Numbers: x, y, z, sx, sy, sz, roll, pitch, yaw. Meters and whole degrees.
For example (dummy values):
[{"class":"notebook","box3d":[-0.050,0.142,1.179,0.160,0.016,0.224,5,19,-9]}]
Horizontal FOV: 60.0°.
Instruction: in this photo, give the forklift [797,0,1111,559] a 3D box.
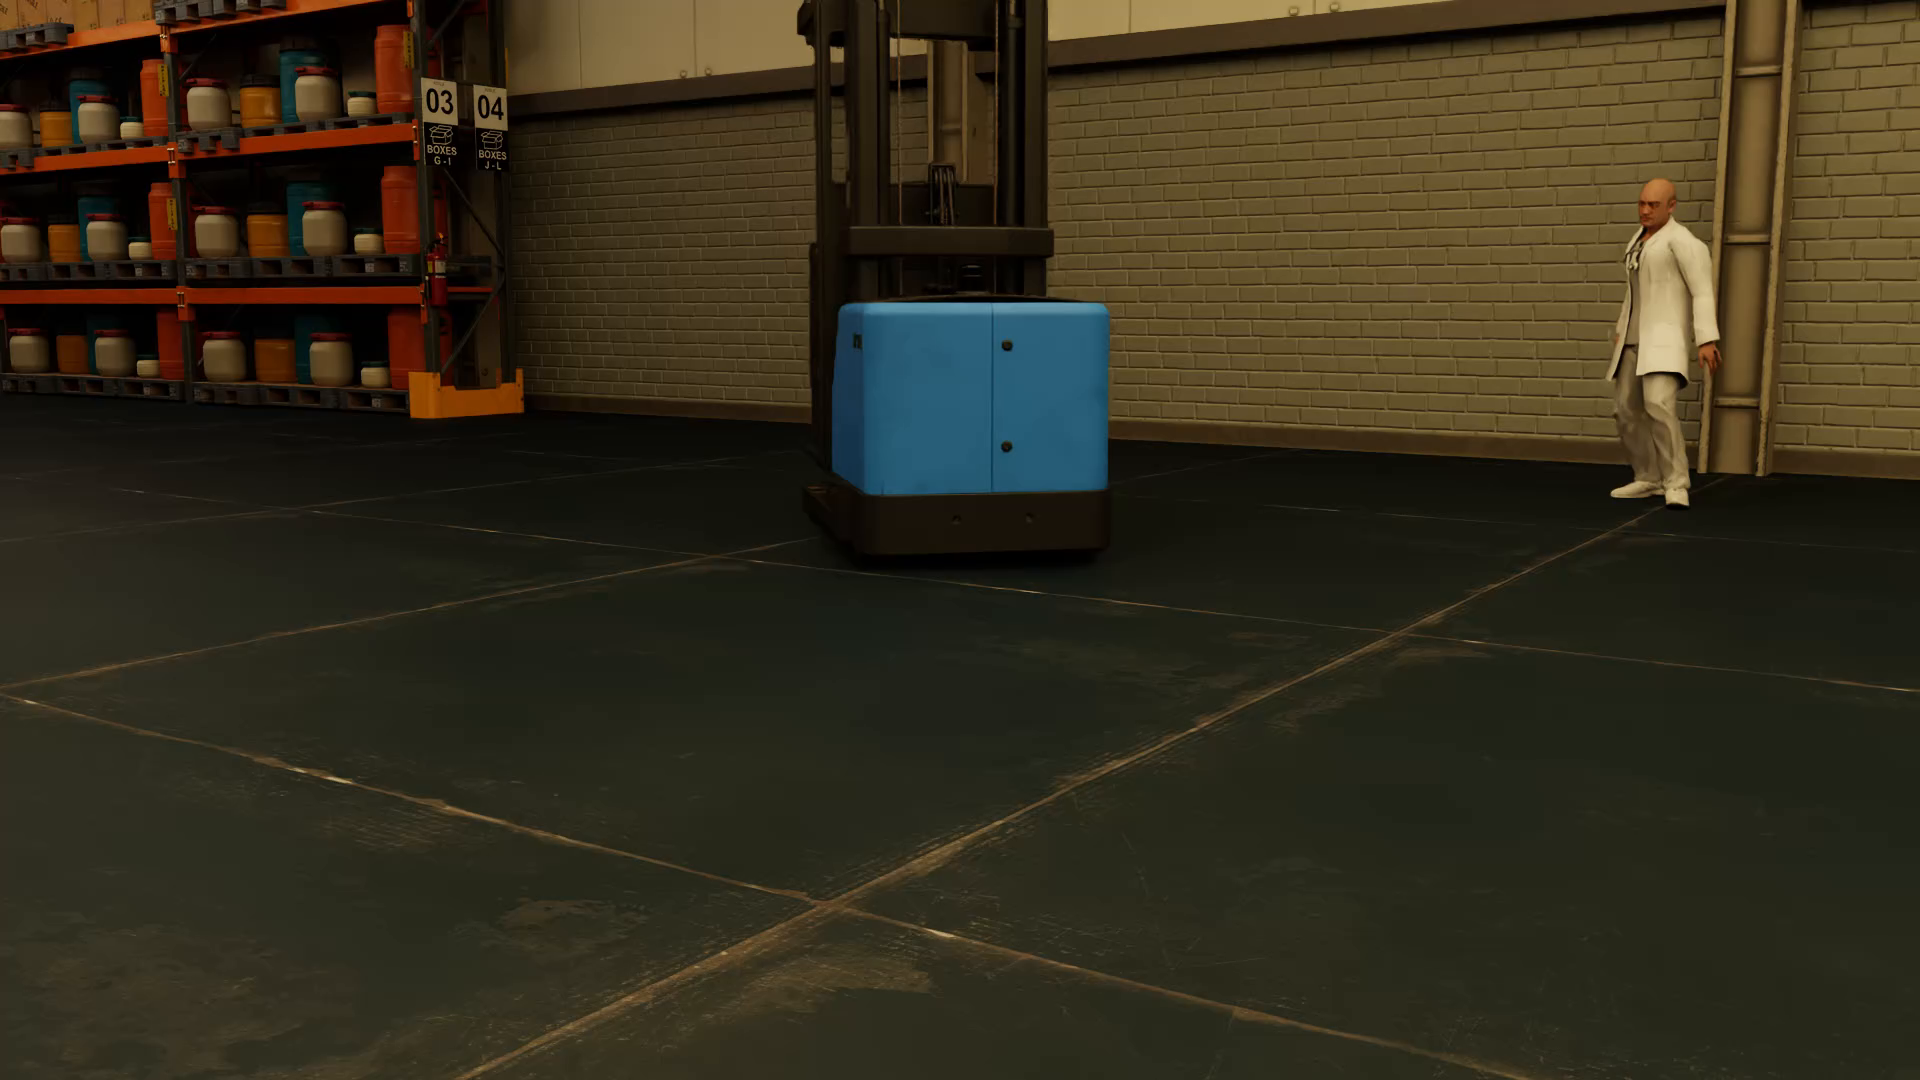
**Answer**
[{"class":"forklift","box3d":[-0.184,-1.539,8.018,1.130,2.935,3.031,-2,8,-12]}]

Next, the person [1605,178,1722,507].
[{"class":"person","box3d":[3.808,-1.072,9.050,0.476,1.747,0.922,-2,8,-11]}]
